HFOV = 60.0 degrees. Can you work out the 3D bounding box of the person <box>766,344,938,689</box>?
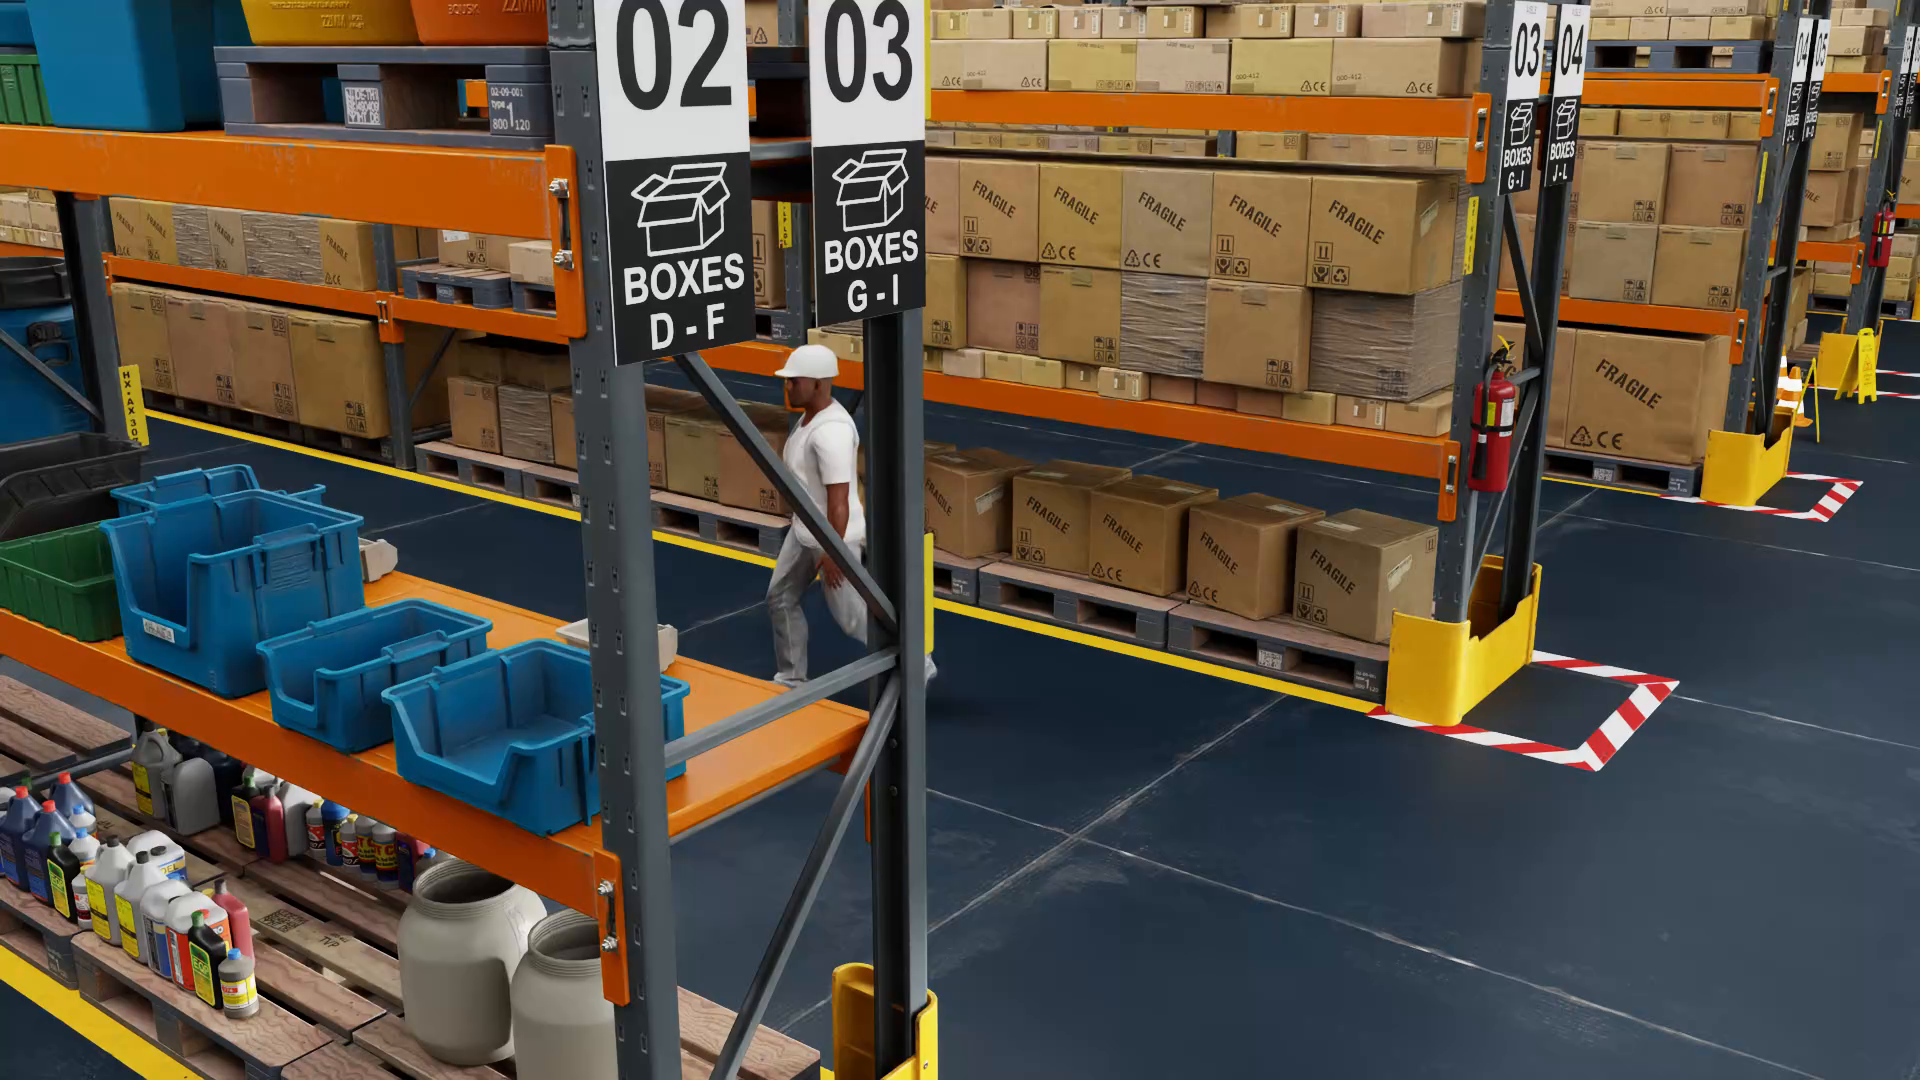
[{"bbox_3d":[-0.567,-0.045,7.674,0.913,1.727,0.602,-5,17,-17],"label":"person"}]
